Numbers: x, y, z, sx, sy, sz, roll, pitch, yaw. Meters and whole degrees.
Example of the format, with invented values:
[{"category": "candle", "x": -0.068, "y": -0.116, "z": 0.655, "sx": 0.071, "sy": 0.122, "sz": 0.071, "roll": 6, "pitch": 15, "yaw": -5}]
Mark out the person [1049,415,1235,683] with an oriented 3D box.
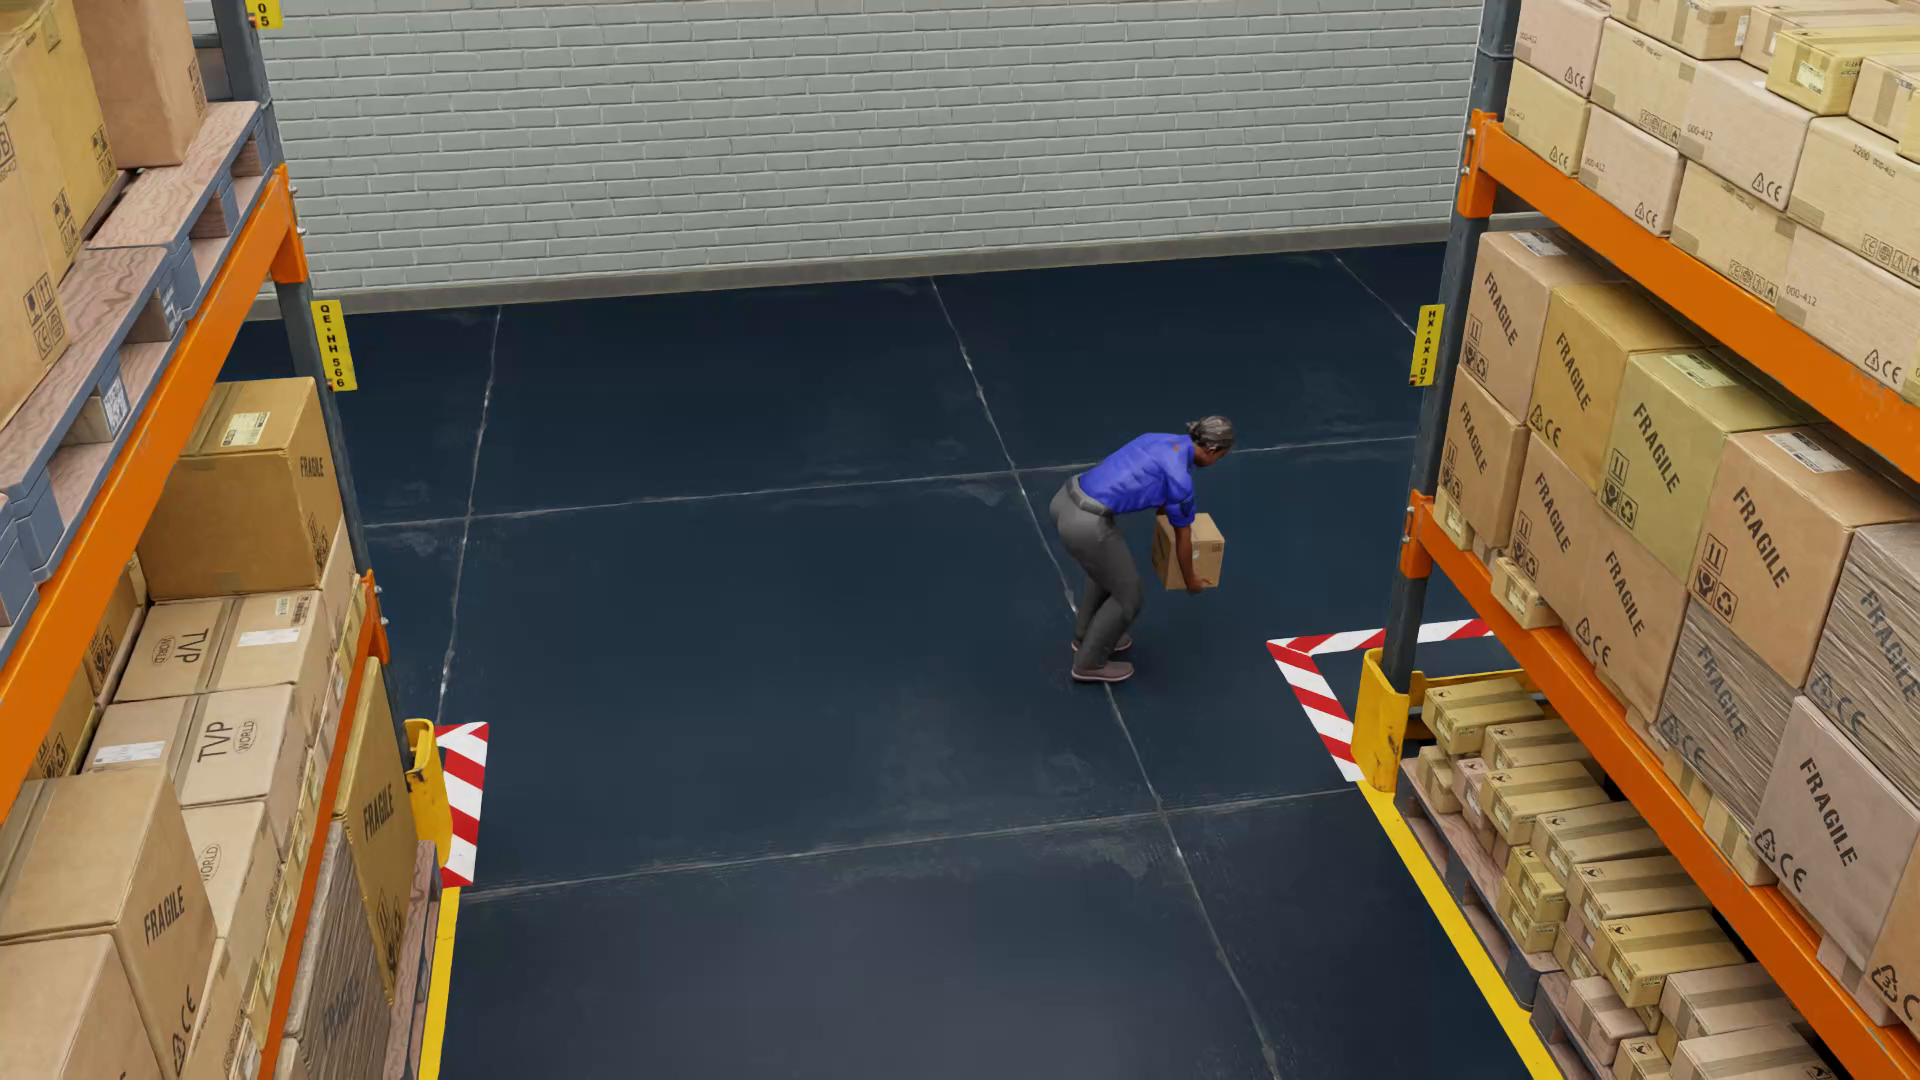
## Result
[{"category": "person", "x": 0.812, "y": 0.030, "z": 7.518, "sx": 0.824, "sy": 1.221, "sz": 0.425, "roll": -6, "pitch": 31, "yaw": -11}]
